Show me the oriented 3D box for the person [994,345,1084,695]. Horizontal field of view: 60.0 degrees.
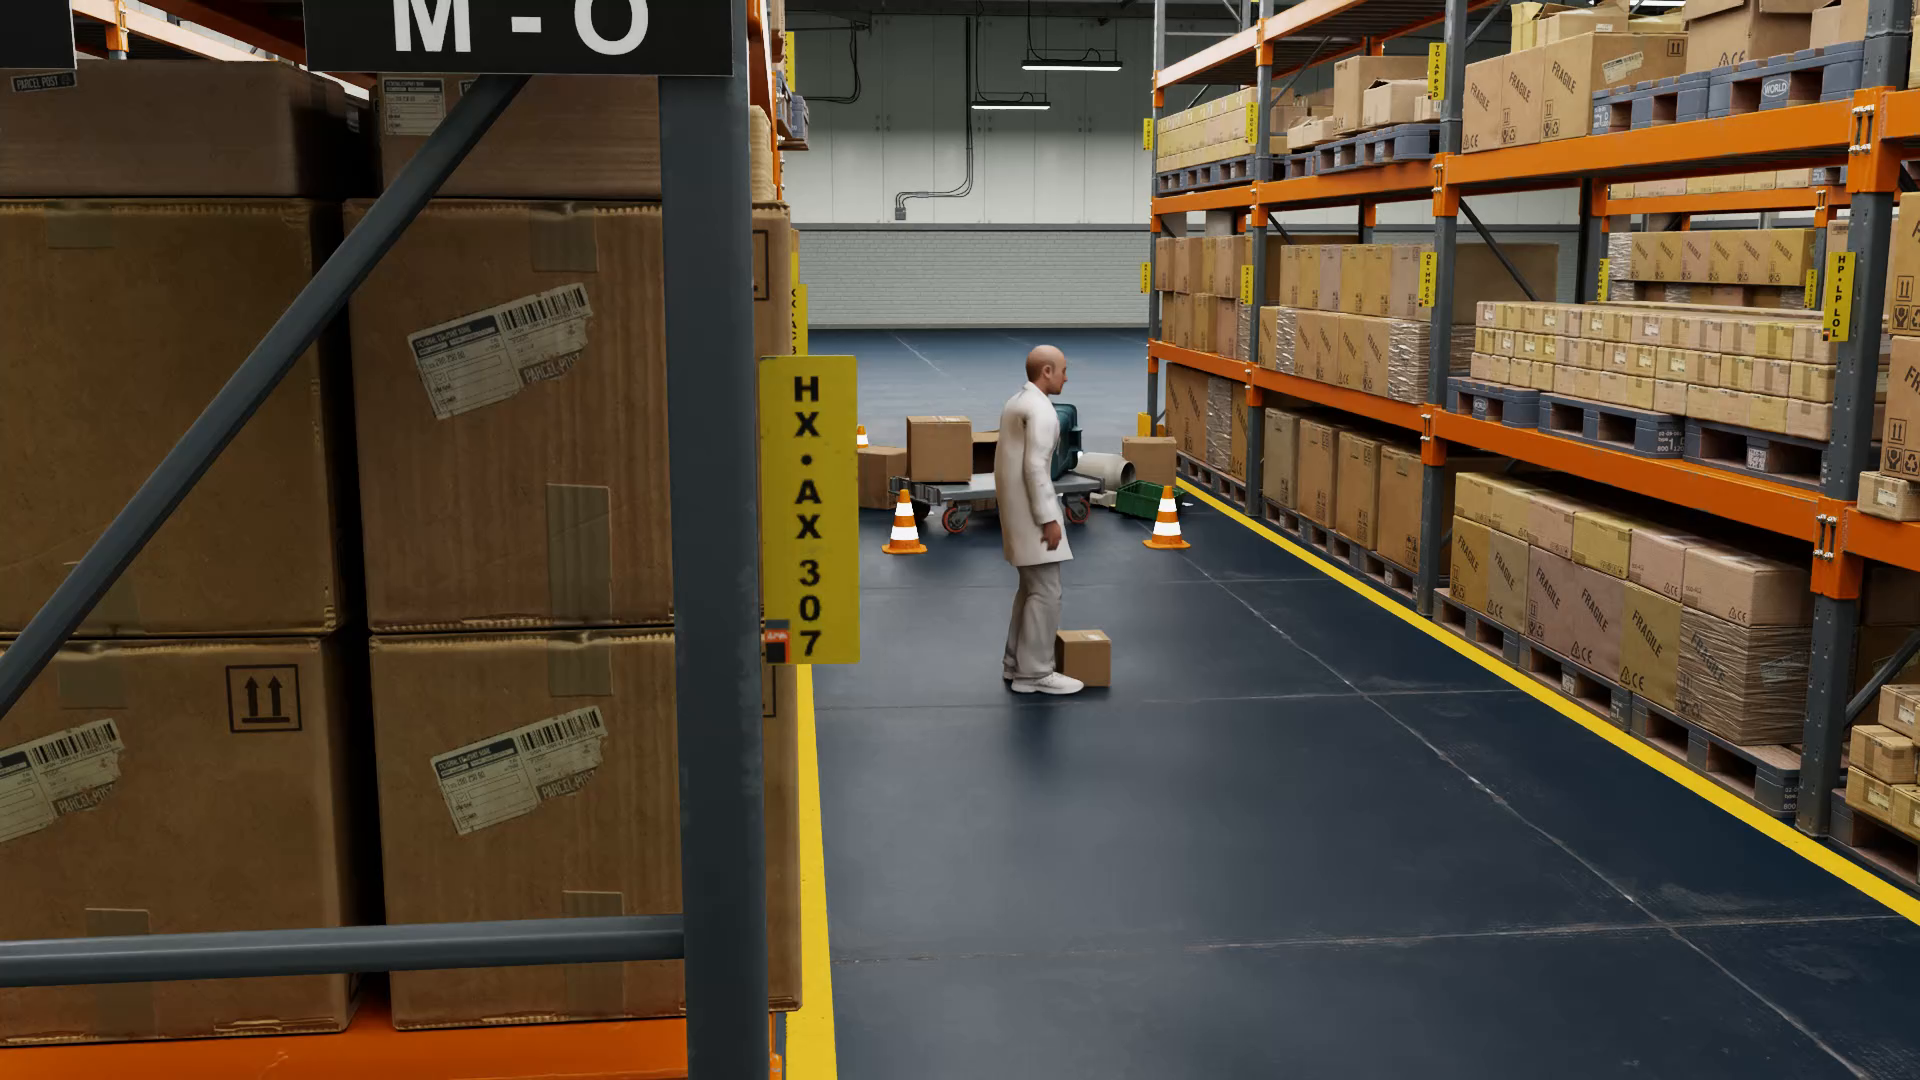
[{"bbox_3d":[0.395,-0.119,8.638,0.429,1.772,0.643,-2,10,-9],"label":"person"}]
